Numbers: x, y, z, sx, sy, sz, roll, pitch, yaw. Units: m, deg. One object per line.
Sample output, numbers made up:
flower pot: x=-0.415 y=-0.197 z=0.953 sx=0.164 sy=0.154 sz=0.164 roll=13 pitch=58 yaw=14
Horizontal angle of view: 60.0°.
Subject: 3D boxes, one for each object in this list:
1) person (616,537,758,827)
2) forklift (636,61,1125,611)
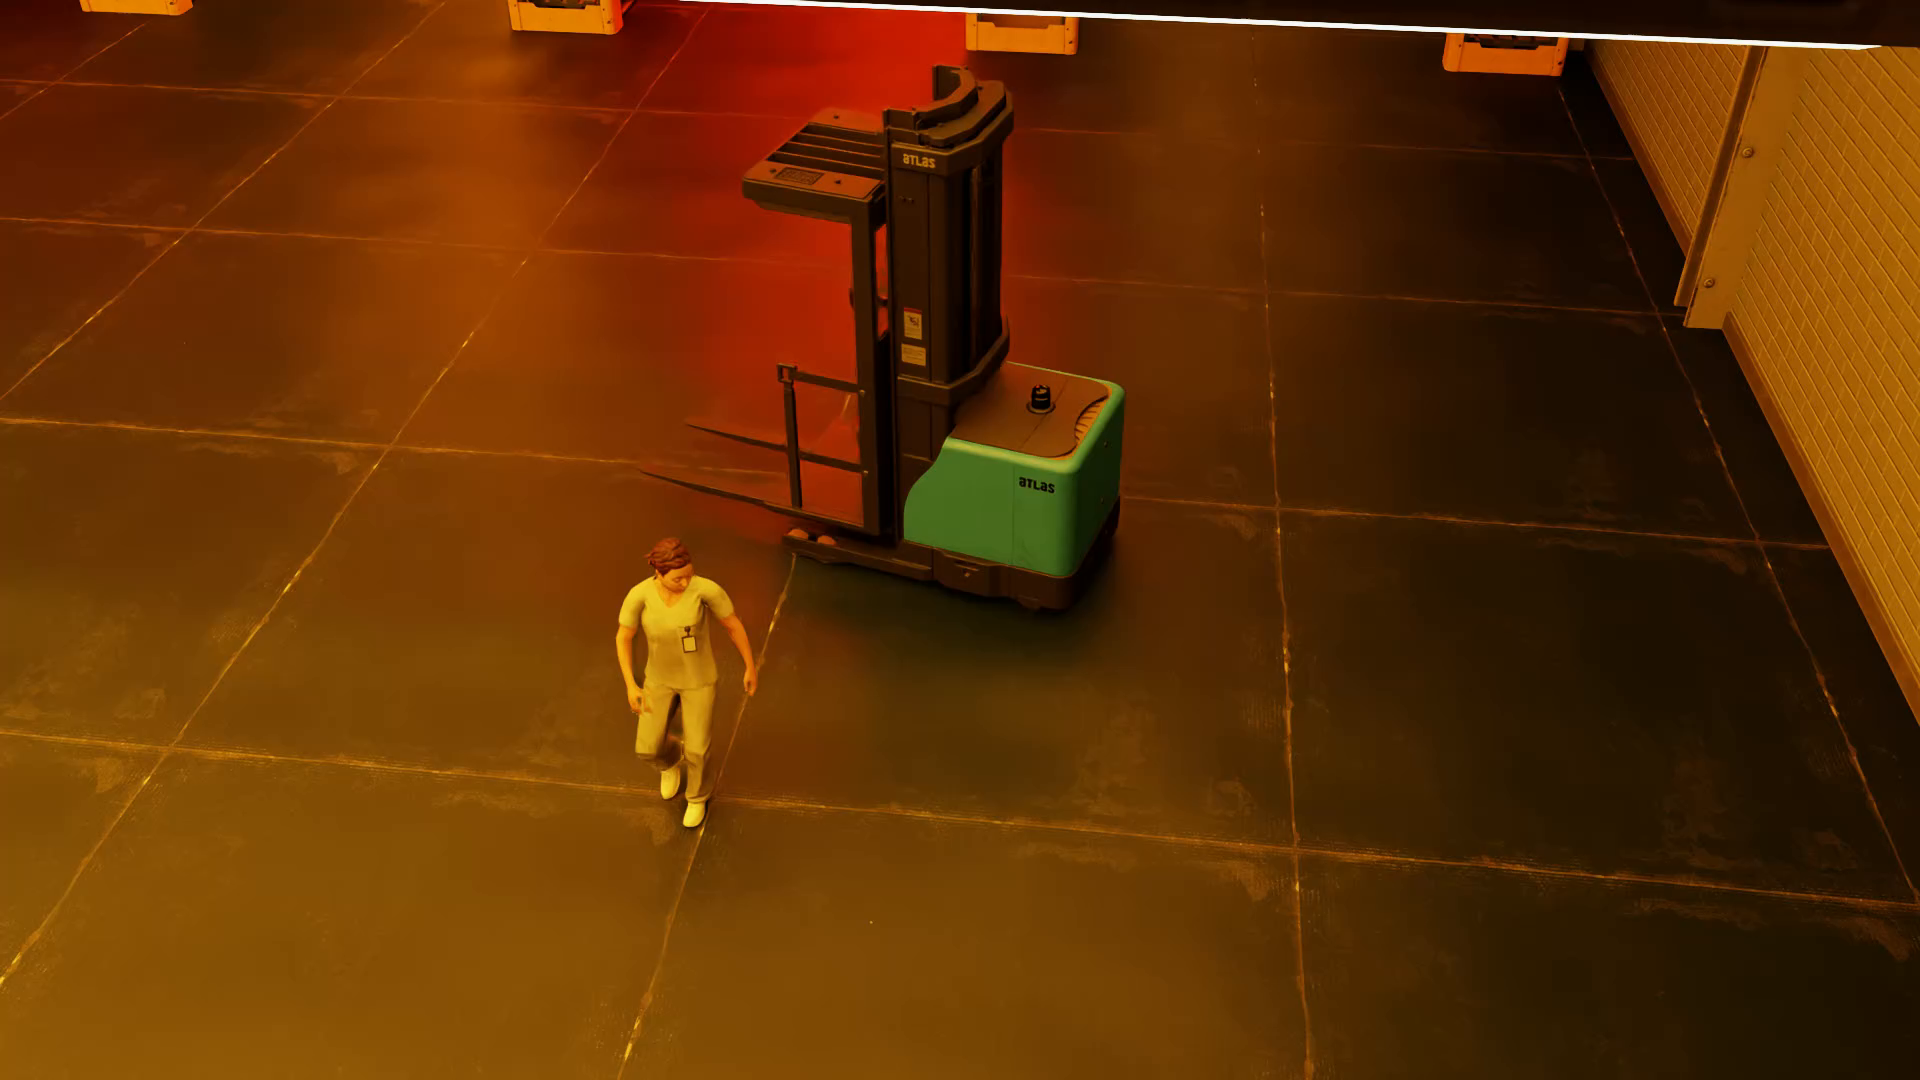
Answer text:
person: x=-1.327 y=0.697 z=8.175 sx=0.667 sy=1.645 sz=0.462 roll=4 pitch=37 yaw=6
forklift: x=-0.568 y=-1.313 z=9.811 sx=3.031 sy=2.935 sz=1.130 roll=13 pitch=38 yaw=17
